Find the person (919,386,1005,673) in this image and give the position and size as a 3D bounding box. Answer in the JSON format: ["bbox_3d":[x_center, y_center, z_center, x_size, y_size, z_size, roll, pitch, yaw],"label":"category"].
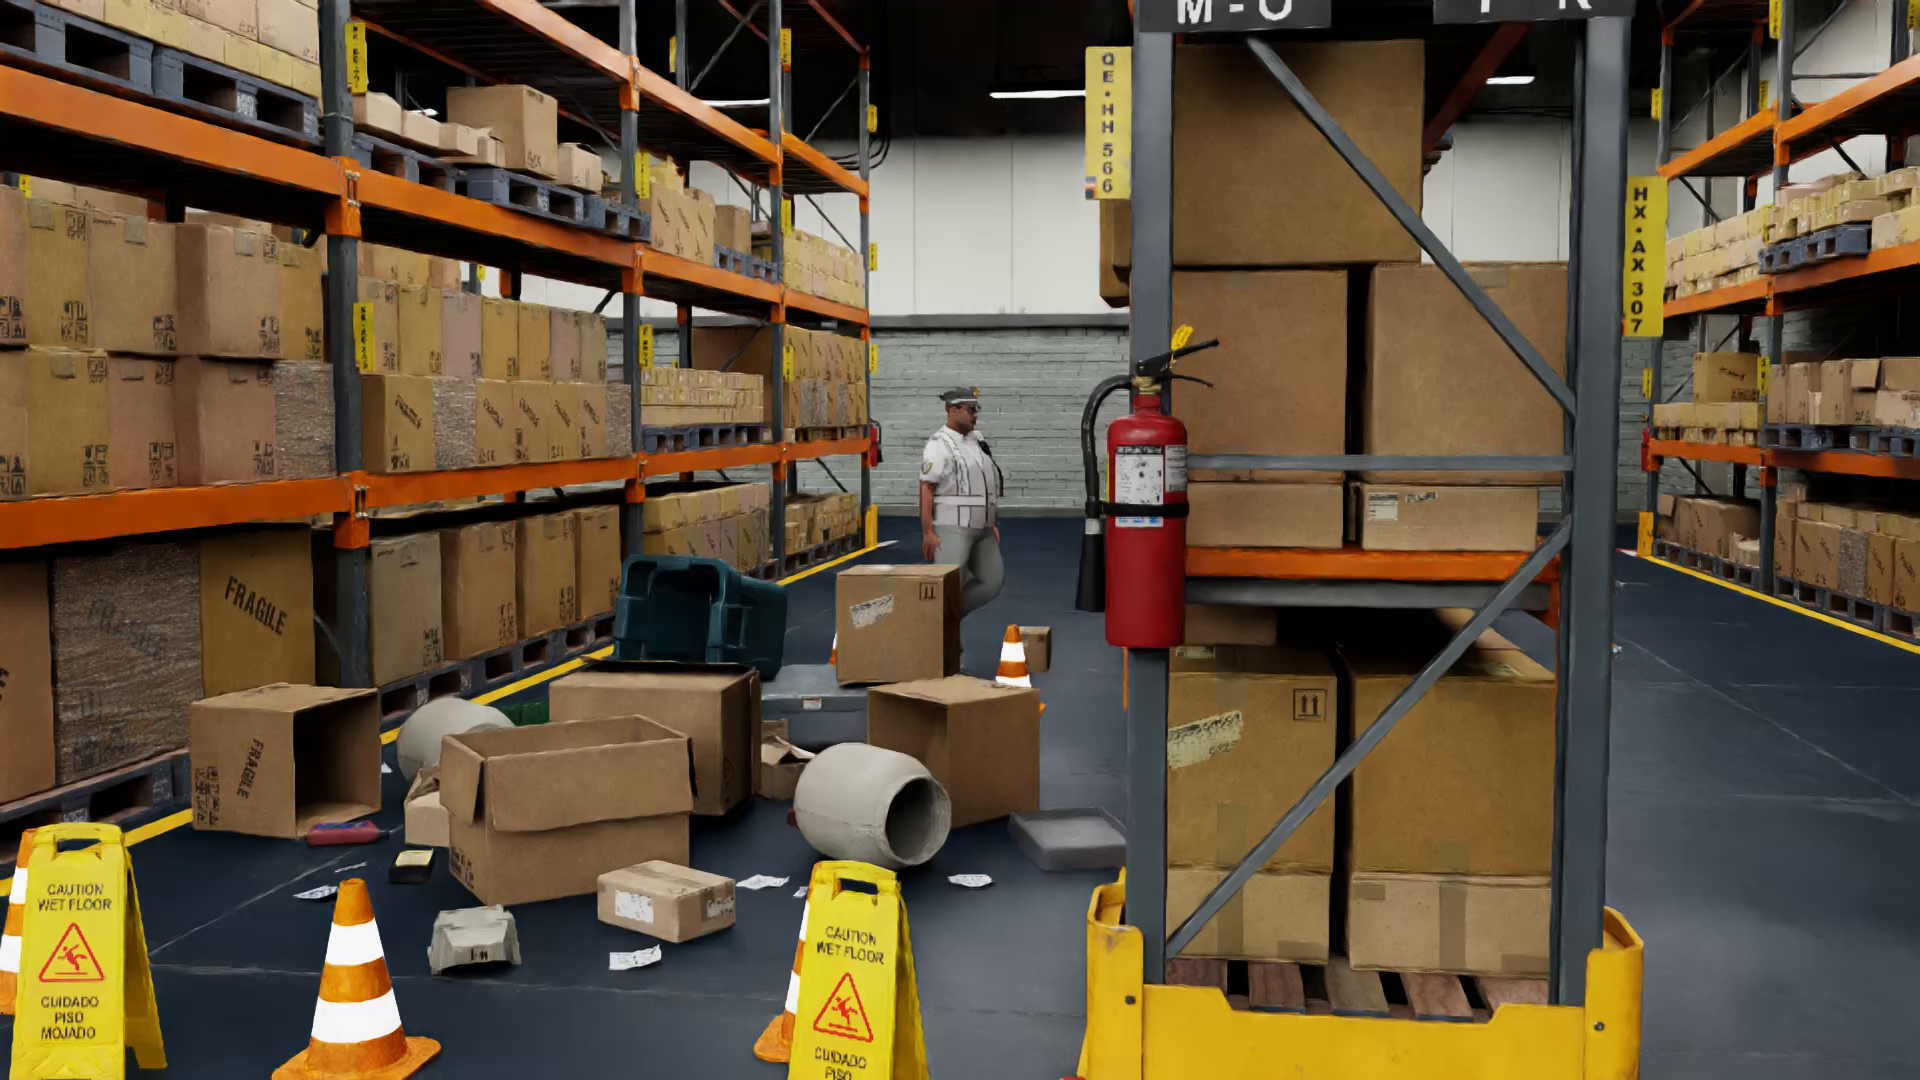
[{"bbox_3d":[-0.049,-0.081,10.398,0.623,1.752,0.668,3,6,36],"label":"person"}]
